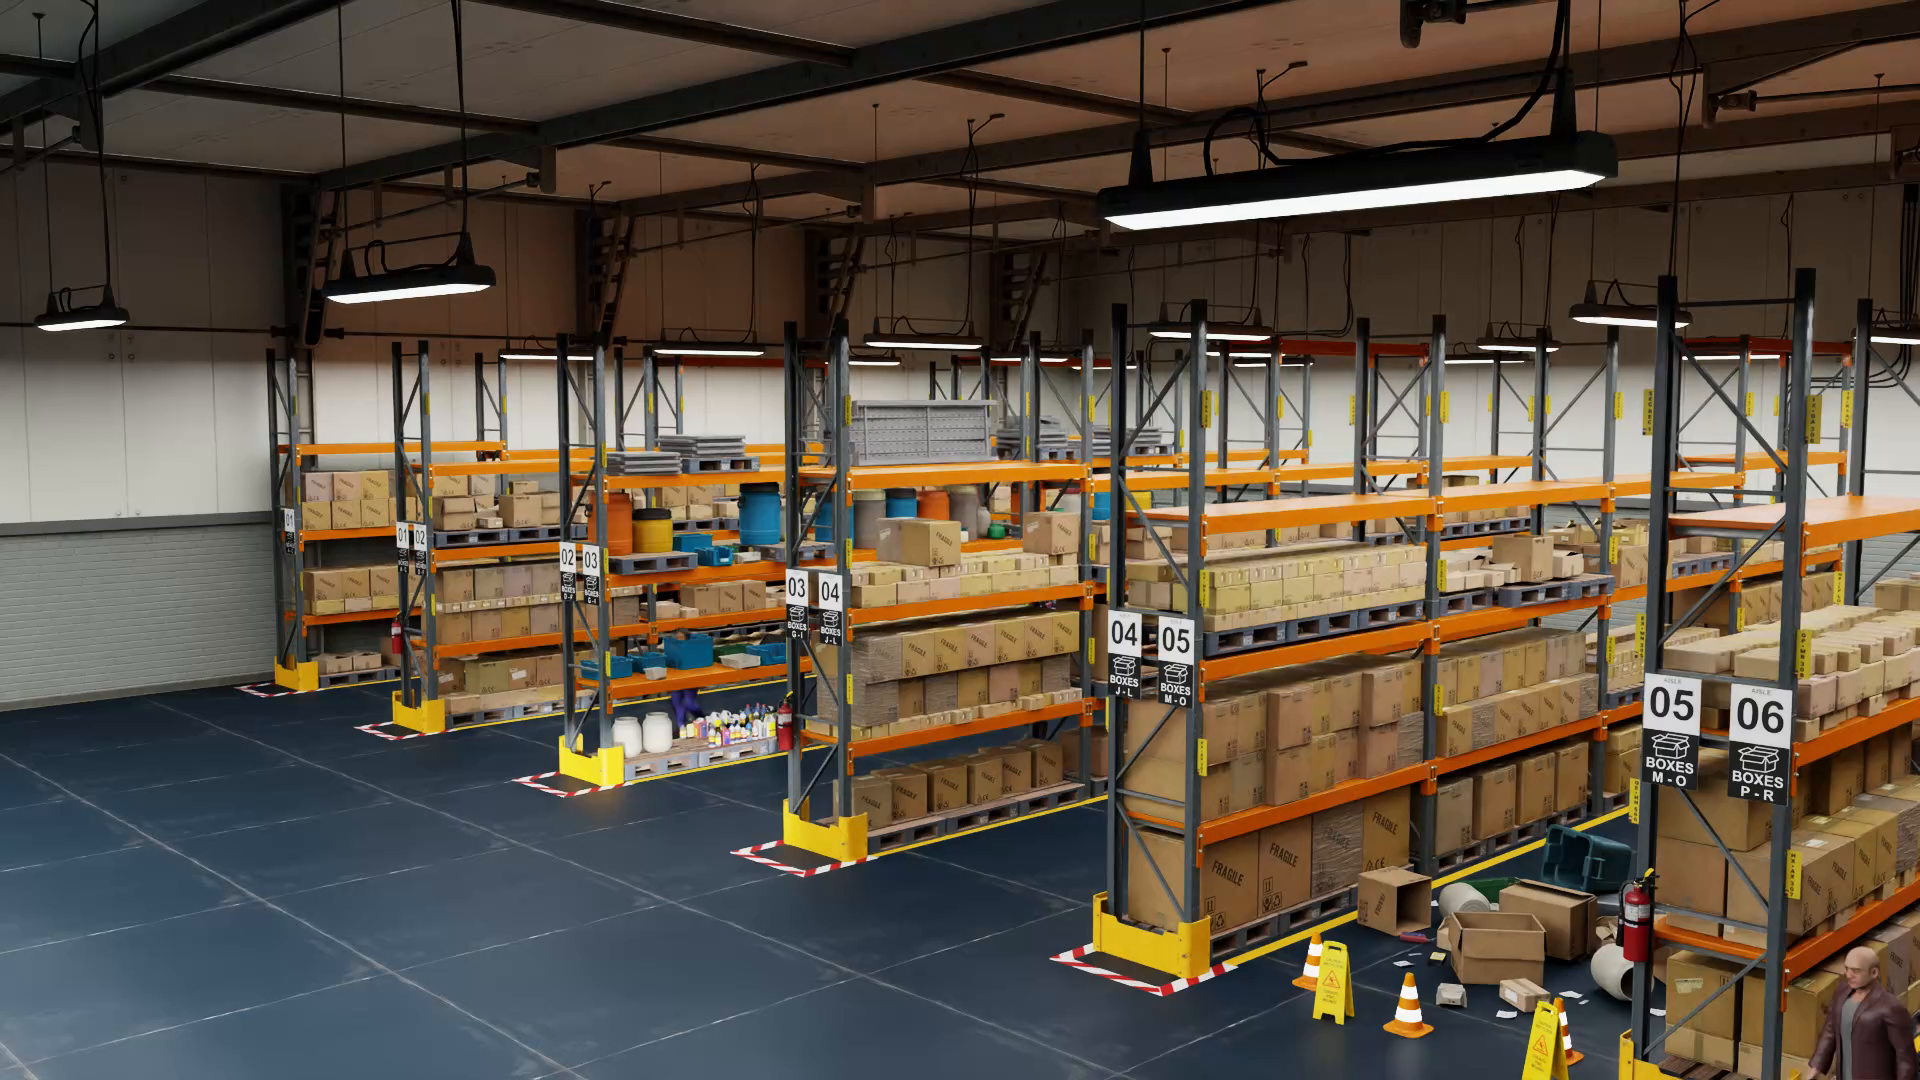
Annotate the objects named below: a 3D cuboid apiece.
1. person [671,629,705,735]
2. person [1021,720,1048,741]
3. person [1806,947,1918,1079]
[{"bbox_3d":[-4.165,2.155,25.503,0.549,1.636,0.532,3,6,29],"label":"person"},{"bbox_3d":[1.123,2.378,23.366,0.714,1.551,0.534,-5,7,-43],"label":"person"},{"bbox_3d":[5.548,3.382,10.316,1.063,1.735,0.611,-1,5,-7],"label":"person"}]
